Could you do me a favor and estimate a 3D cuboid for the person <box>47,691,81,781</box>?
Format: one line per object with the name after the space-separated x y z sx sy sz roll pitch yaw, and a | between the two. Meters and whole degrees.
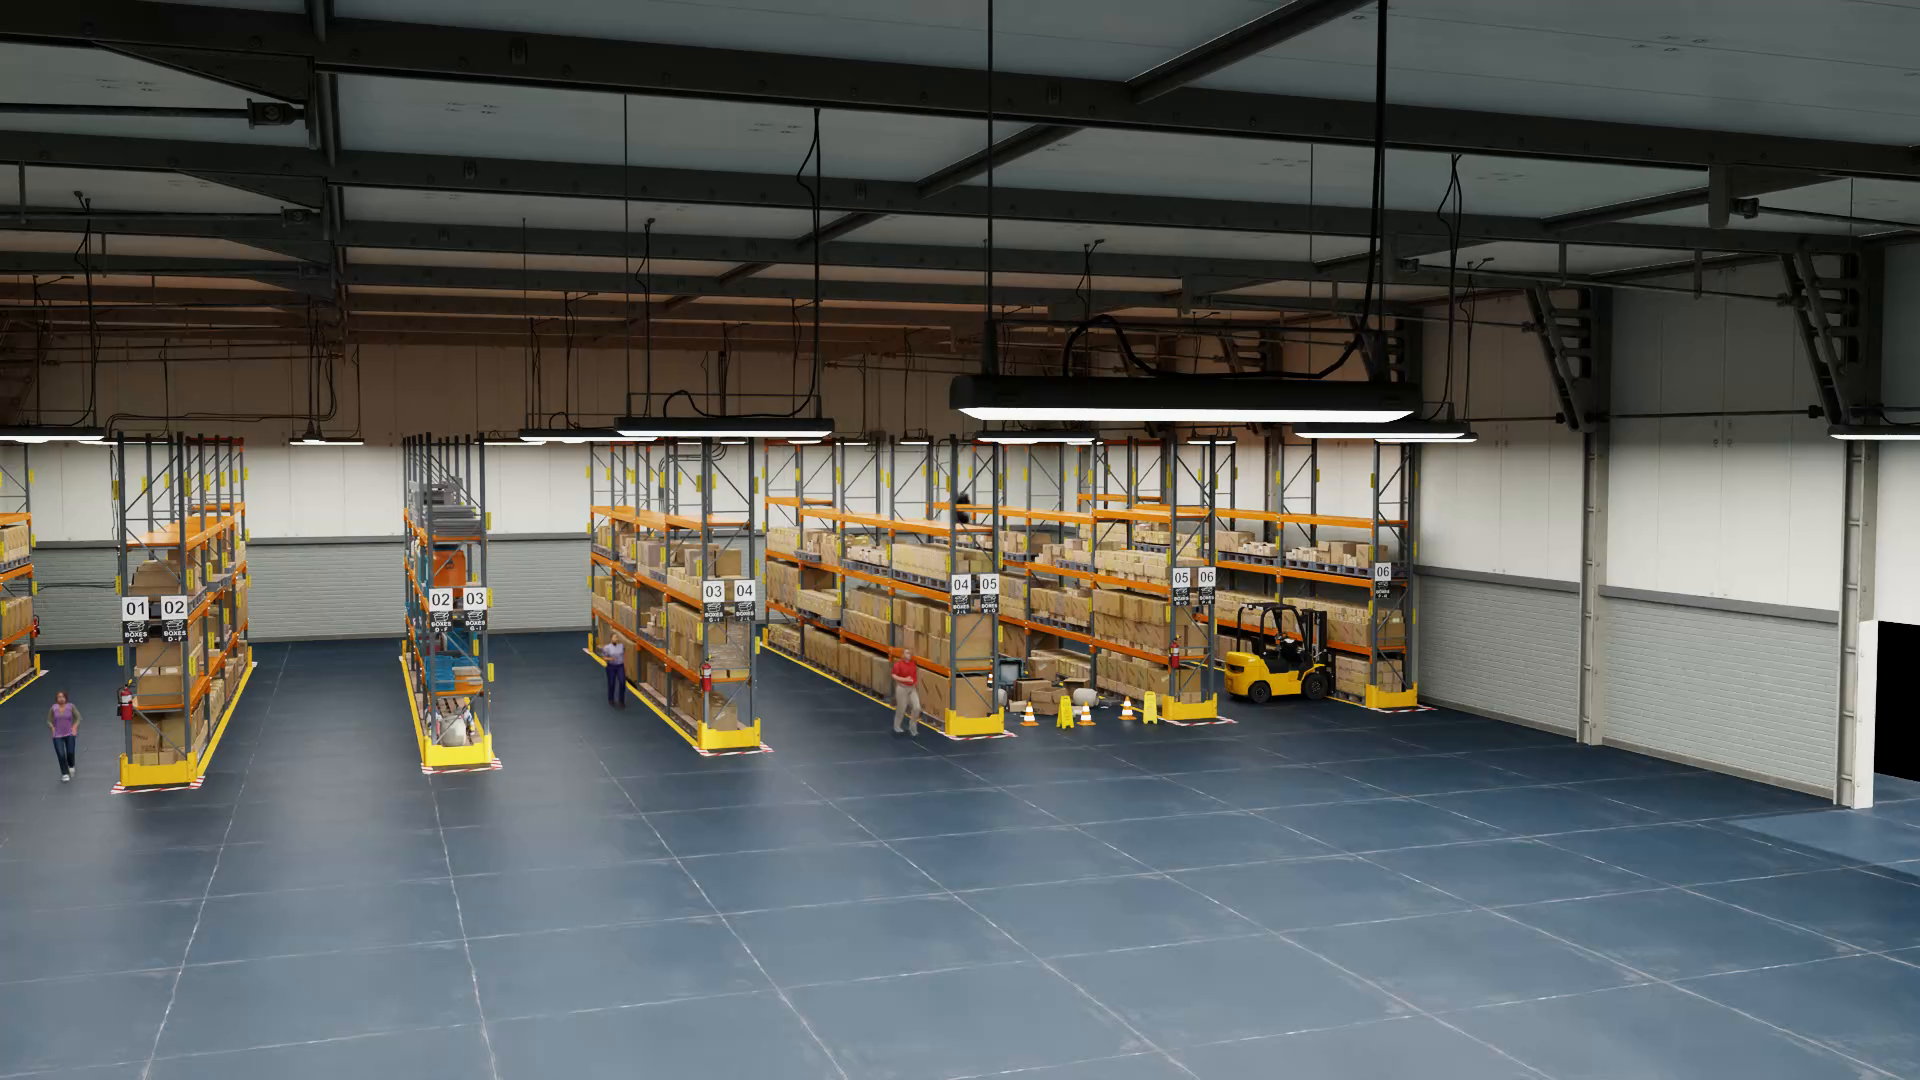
-15.338 3.359 28.462 0.518 1.556 0.519 -1 3 -25 | person

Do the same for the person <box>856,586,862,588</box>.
-2.861 2.171 47.655 0.536 1.733 0.751 -2 4 -30 | person

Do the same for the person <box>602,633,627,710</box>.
-7.579 2.889 36.560 0.583 1.707 0.712 -1 3 -22 | person

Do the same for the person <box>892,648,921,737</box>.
-1.072 3.049 33.103 0.660 1.803 0.700 -2 4 -34 | person
